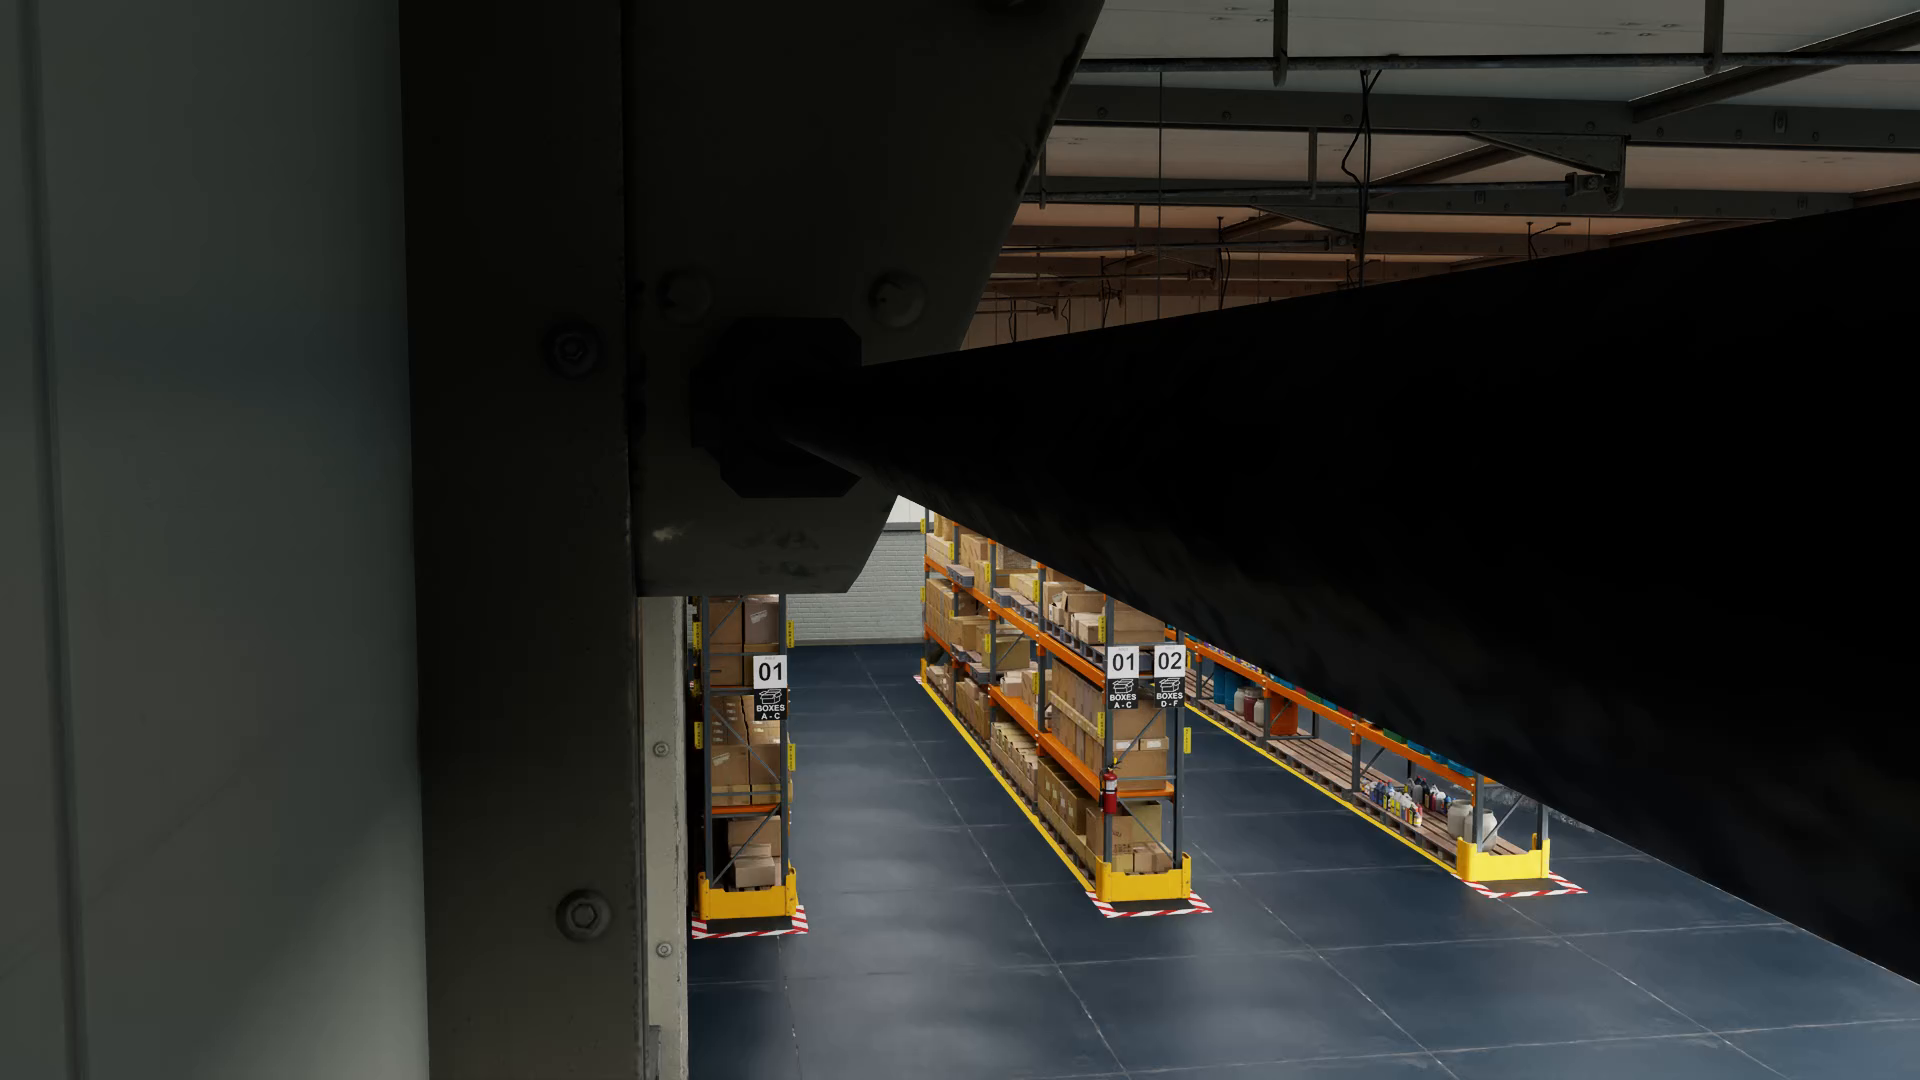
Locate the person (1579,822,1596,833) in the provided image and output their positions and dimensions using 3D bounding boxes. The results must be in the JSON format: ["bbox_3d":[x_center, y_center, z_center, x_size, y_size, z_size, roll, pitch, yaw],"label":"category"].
[{"bbox_3d":[9.135,3.427,24.200,0.574,1.604,0.731,-3,6,-31],"label":"person"}]

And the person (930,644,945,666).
[{"bbox_3d":[-0.293,2.123,37.537,0.993,1.802,0.705,1,5,9],"label":"person"}]
